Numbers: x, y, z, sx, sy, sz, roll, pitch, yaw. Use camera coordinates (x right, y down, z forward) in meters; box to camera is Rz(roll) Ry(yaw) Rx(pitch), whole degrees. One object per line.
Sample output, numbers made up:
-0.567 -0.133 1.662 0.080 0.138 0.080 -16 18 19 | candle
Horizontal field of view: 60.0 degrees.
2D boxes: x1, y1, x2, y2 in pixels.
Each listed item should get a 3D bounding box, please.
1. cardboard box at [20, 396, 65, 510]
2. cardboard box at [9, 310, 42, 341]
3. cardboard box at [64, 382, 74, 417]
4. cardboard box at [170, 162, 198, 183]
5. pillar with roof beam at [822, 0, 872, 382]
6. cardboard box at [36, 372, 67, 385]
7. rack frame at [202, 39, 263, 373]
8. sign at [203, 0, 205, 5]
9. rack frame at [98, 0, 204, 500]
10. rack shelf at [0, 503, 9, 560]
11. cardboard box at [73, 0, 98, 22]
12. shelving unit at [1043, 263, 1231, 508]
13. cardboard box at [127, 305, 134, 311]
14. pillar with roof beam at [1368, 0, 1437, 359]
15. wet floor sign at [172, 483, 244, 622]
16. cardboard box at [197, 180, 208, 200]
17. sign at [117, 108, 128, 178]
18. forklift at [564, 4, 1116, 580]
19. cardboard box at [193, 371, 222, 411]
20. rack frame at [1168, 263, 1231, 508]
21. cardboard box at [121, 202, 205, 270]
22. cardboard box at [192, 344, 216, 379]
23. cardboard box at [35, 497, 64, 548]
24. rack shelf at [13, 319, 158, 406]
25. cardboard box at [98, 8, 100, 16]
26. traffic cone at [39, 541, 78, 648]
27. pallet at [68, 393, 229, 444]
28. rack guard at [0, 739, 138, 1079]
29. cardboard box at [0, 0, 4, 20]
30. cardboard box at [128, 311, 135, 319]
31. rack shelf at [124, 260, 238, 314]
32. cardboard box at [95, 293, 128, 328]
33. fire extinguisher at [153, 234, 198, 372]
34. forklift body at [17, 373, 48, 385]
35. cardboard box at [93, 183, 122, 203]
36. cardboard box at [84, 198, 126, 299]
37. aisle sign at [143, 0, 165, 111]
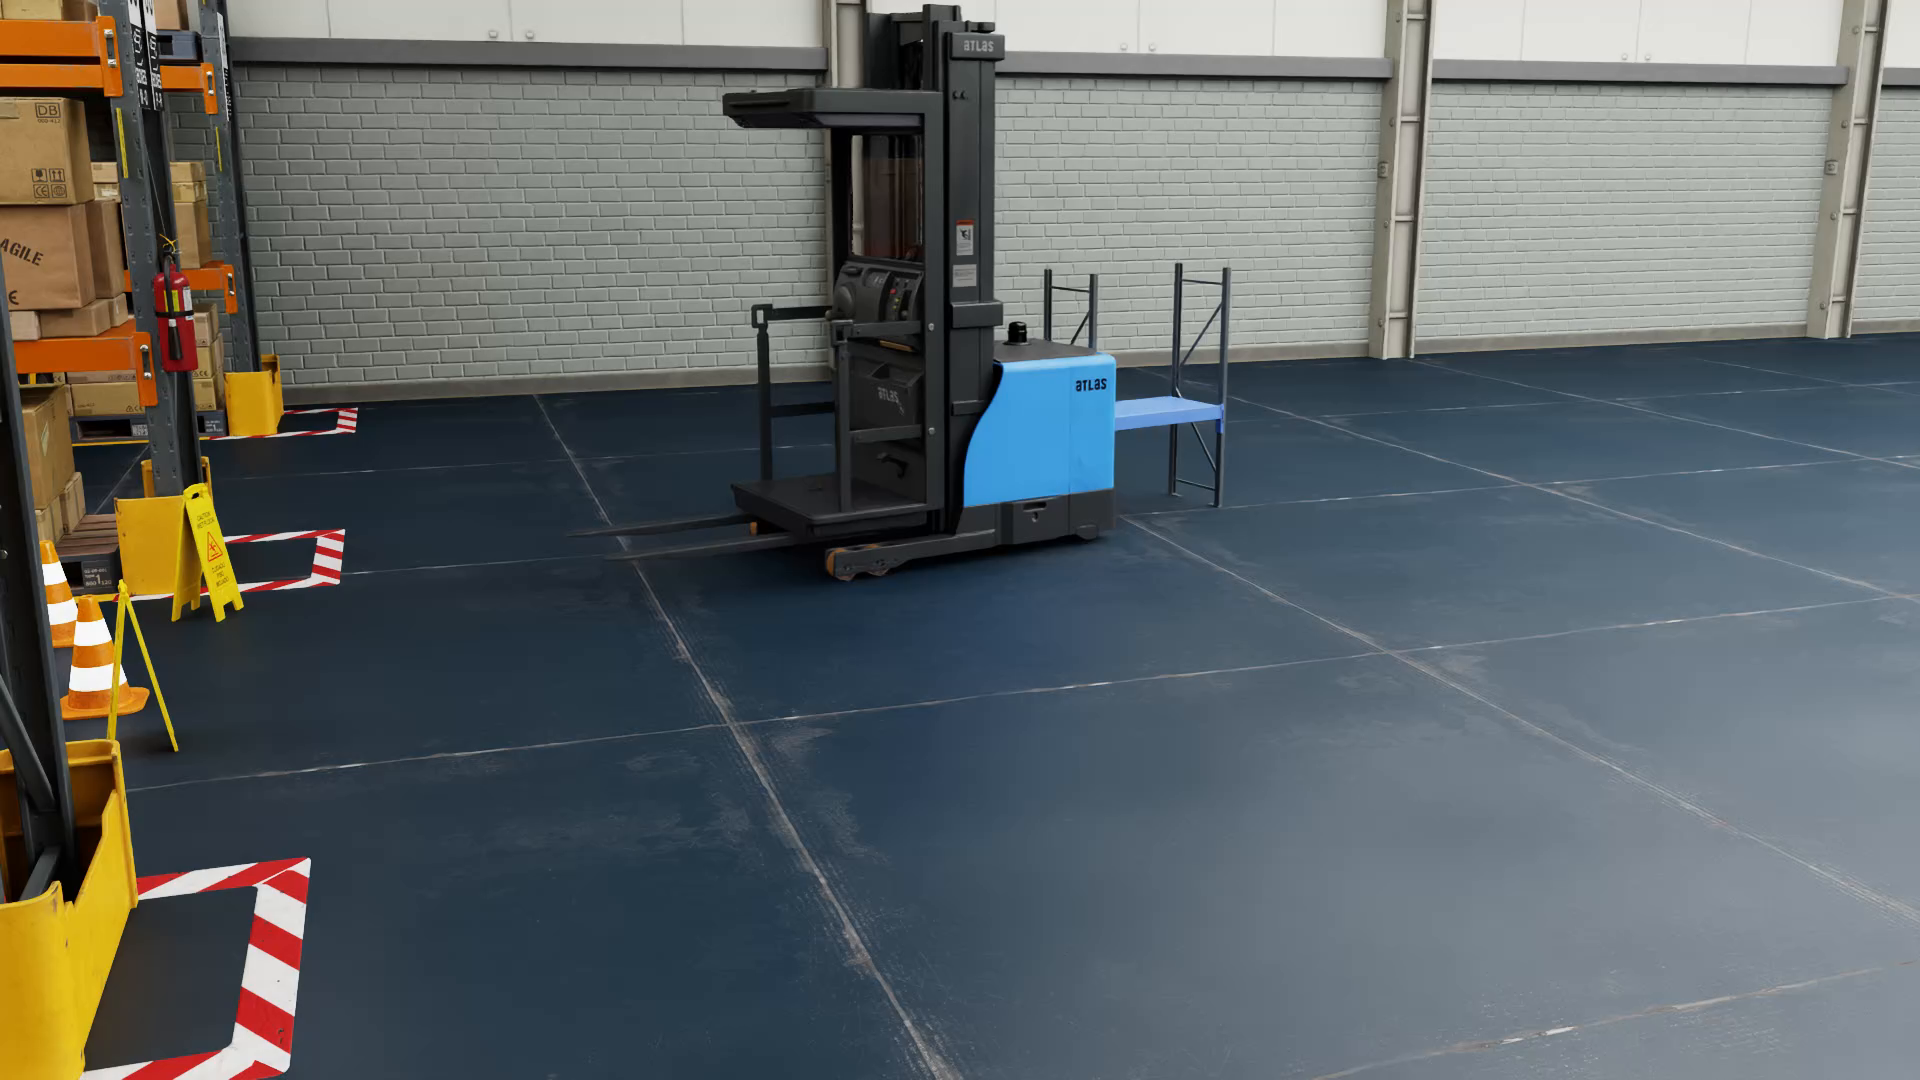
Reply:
-4.867 -0.432 8.390 0.500 0.500 0.500 -4 14 -18 | cardboard box
-4.682 -1.077 8.231 0.250 0.149 0.380 -5 14 -19 | cardboard box
-7.073 -1.098 12.811 0.500 0.250 0.500 -4 14 -17 | cardboard box
-6.050 -2.841 12.845 0.250 0.149 0.380 -4 14 -18 | cardboard box
0.335 -4.968 11.084 0.400 9.000 9.100 -4 14 -18 | pillar with roof beam
-7.100 -1.333 12.719 0.500 0.250 0.500 -5 14 -19 | cardboard box
-5.777 -2.405 13.271 0.127 3.000 1.000 -4 14 -18 | rack frame
-5.617 -4.136 12.326 0.005 0.325 0.100 -4 14 -18 | sign
-4.191 -1.317 8.696 0.127 3.000 1.000 -4 14 -18 | rack frame
-4.412 0.259 3.626 4.000 0.370 1.077 -4 14 -18 | rack shelf
-4.609 -2.700 8.574 0.250 0.149 0.380 -4 14 -18 | cardboard box
1.083 -0.920 10.271 1.048 1.500 0.538 -8 16 -32 | shelving unit
-6.766 -1.726 13.292 0.500 0.250 0.500 -4 14 -18 | cardboard box
6.022 -5.411 12.946 0.400 9.000 9.100 -4 14 -18 | pillar with roof beam
-3.669 0.049 8.041 0.232 0.644 0.267 0 13 1 | wet floor sign
-6.181 -2.801 13.319 0.250 0.149 0.380 -5 14 -20 | cardboard box
-4.033 -1.910 8.007 0.005 0.325 0.100 -4 14 -18 | sign
-0.628 -1.353 8.996 3.031 2.935 1.130 -8 15 -30 | forklift
-6.122 -1.168 13.104 0.500 0.250 0.500 -4 14 -18 | cardboard box
1.512 -0.983 10.536 0.032 1.500 0.500 -8 16 -32 | rack frame
-6.160 -2.360 12.865 0.500 0.500 0.500 -5 14 -19 | cardboard box
-6.139 -1.410 13.044 0.500 0.250 0.500 -5 14 -19 | cardboard box
-4.894 -0.063 8.459 0.500 0.250 0.500 -5 14 -18 | cardboard box
-6.086 -0.819 8.158 4.000 0.370 1.077 -4 14 -18 | rack shelf
-6.466 -3.867 12.356 0.250 0.149 0.380 -5 14 -20 | cardboard box
-4.187 0.232 7.666 0.334 0.463 0.336 -4 14 -18 | traffic cone
-6.489 -0.983 13.318 1.213 0.211 1.003 -4 14 -18 | pallet
-2.493 0.976 4.460 0.348 0.500 1.175 -4 14 -18 | rack guard
-4.665 -2.540 7.902 0.250 0.149 0.380 -4 14 -18 | cardboard box
-6.596 -1.617 12.831 0.500 0.250 0.500 -4 14 -17 | cardboard box
-7.673 -1.907 12.734 4.000 0.370 1.077 -4 14 -18 | rack shelf
-4.579 -1.215 8.810 0.250 0.149 0.380 -4 14 -18 | cardboard box
-3.935 -1.186 8.315 0.183 0.674 0.296 -4 14 -18 | fire extinguisher
-6.993 -1.452 11.099 1.214 2.155 2.313 -4 14 -18 | forklift body
-6.515 -2.651 12.688 0.250 0.149 0.380 -4 14 -17 | cardboard box
-4.728 -1.536 8.759 0.500 0.500 0.500 -5 14 -19 | cardboard box
-4.231 -2.654 8.700 0.004 0.787 0.394 -4 14 -18 | aisle sign
